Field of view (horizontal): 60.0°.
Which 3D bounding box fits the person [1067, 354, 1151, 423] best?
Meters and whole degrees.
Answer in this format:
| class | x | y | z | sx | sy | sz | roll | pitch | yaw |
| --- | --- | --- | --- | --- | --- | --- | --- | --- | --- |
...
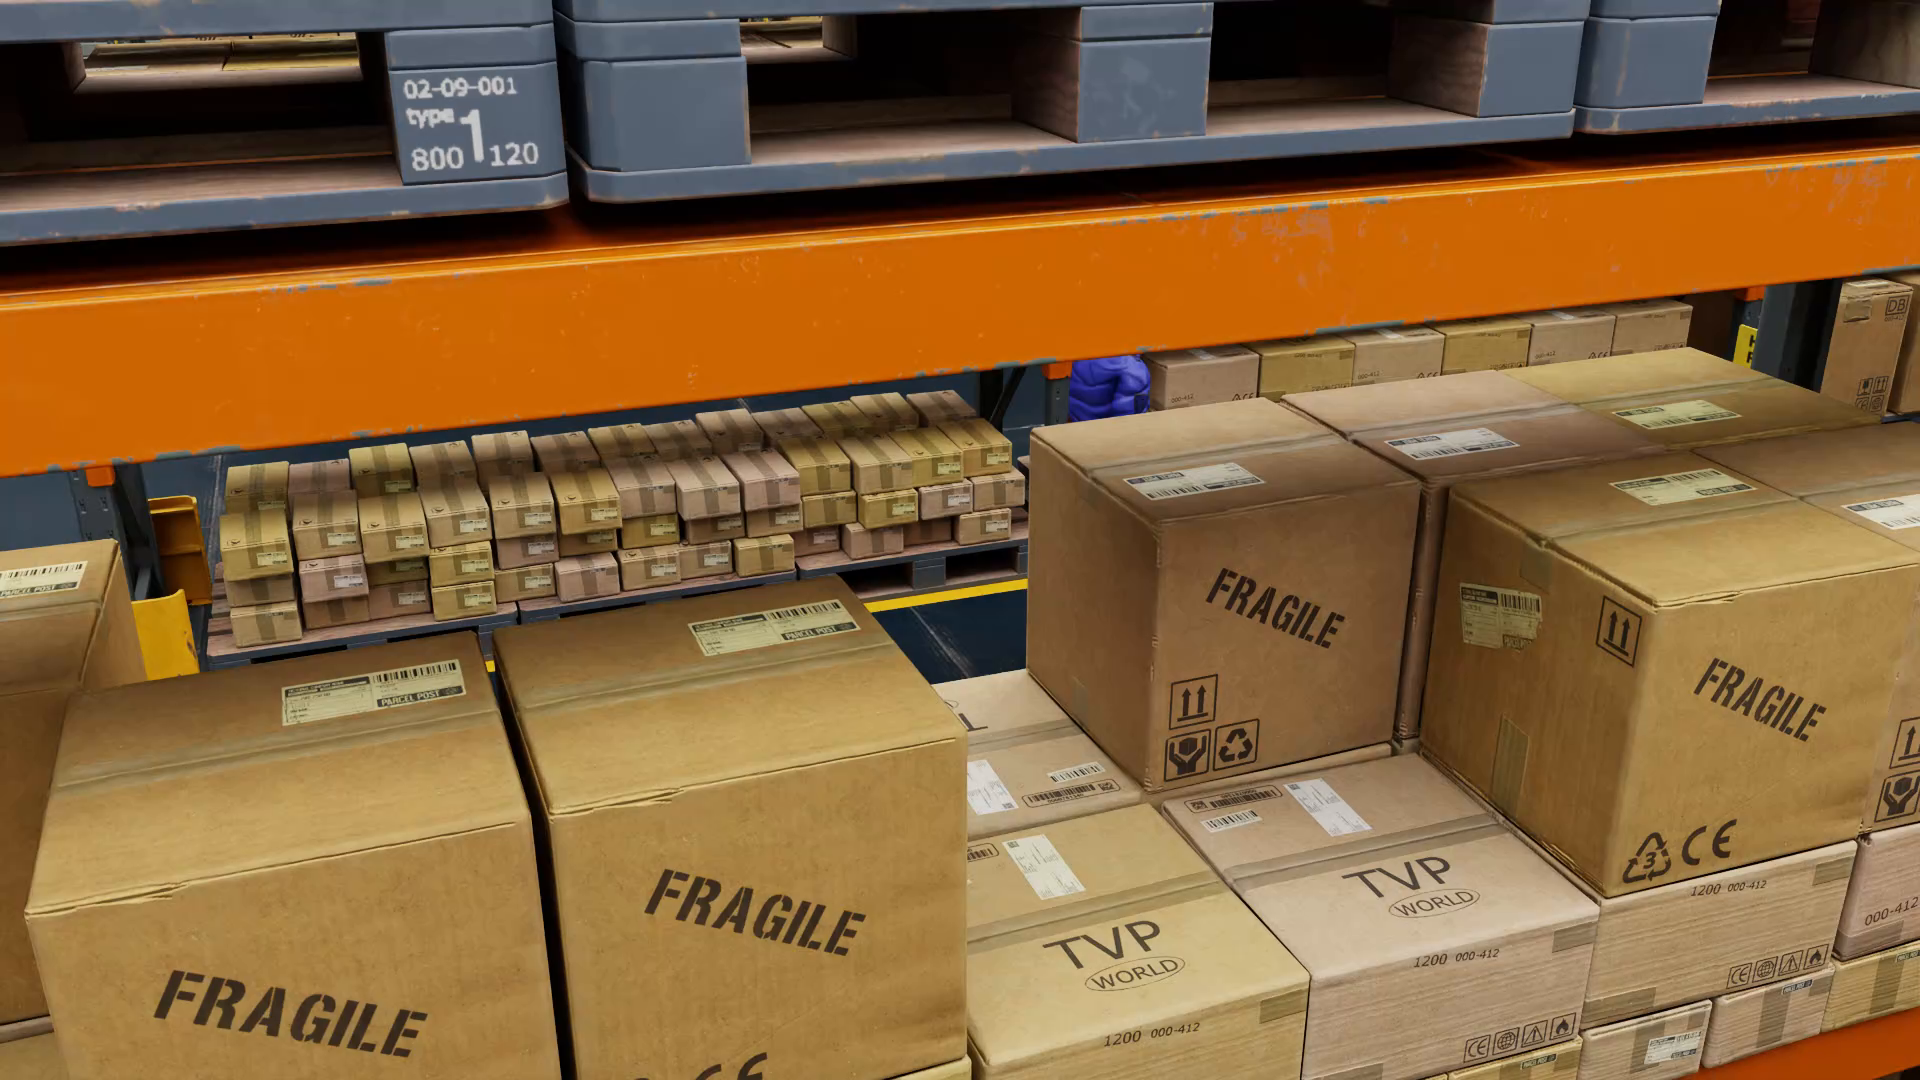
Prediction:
| class | x | y | z | sx | sy | sz | roll | pitch | yaw |
| --- | --- | --- | --- | --- | --- | --- | --- | --- | --- |
| person | 0.600 | -0.215 | 6.615 | 0.346 | 1.654 | 0.512 | -10 | 25 | -23 |
